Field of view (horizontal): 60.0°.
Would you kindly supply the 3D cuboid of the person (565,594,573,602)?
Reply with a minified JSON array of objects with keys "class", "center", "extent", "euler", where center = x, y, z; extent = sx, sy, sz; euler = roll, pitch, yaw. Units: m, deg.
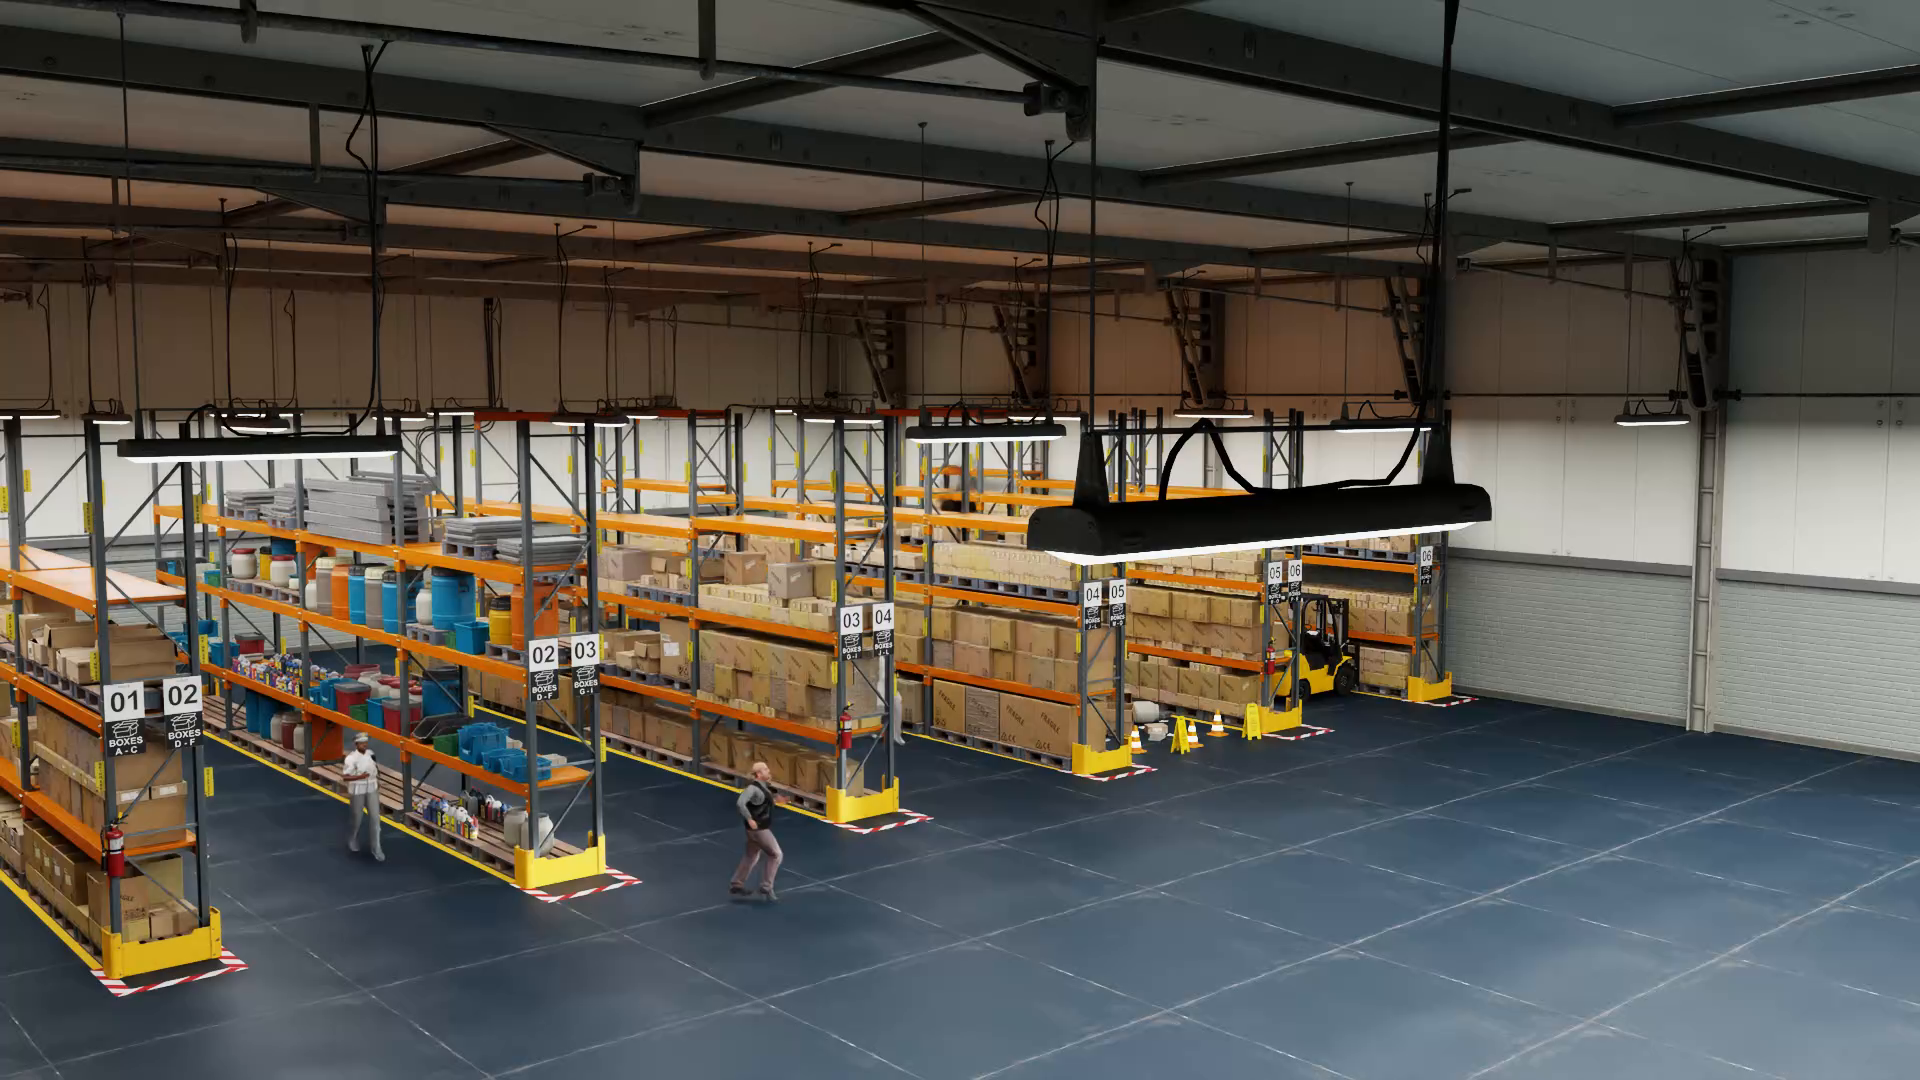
[{"class":"person","center":[-9.642,2.003,40.372],"extent":[0.525,1.604,0.691],"euler":[-5,7,-42]}]

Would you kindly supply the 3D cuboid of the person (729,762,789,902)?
[{"class":"person","center":[-2.520,3.660,20.862],"extent":[0.761,1.785,0.625],"euler":[-1,5,-8]}]

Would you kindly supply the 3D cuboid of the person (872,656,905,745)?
[{"class":"person","center":[-1.361,2.779,30.223],"extent":[0.832,1.831,0.685],"euler":[5,7,44]}]

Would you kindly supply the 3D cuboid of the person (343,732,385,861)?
[{"class":"person","center":[-8.150,3.466,22.713],"extent":[0.570,1.719,0.850],"euler":[-5,7,-42]}]
